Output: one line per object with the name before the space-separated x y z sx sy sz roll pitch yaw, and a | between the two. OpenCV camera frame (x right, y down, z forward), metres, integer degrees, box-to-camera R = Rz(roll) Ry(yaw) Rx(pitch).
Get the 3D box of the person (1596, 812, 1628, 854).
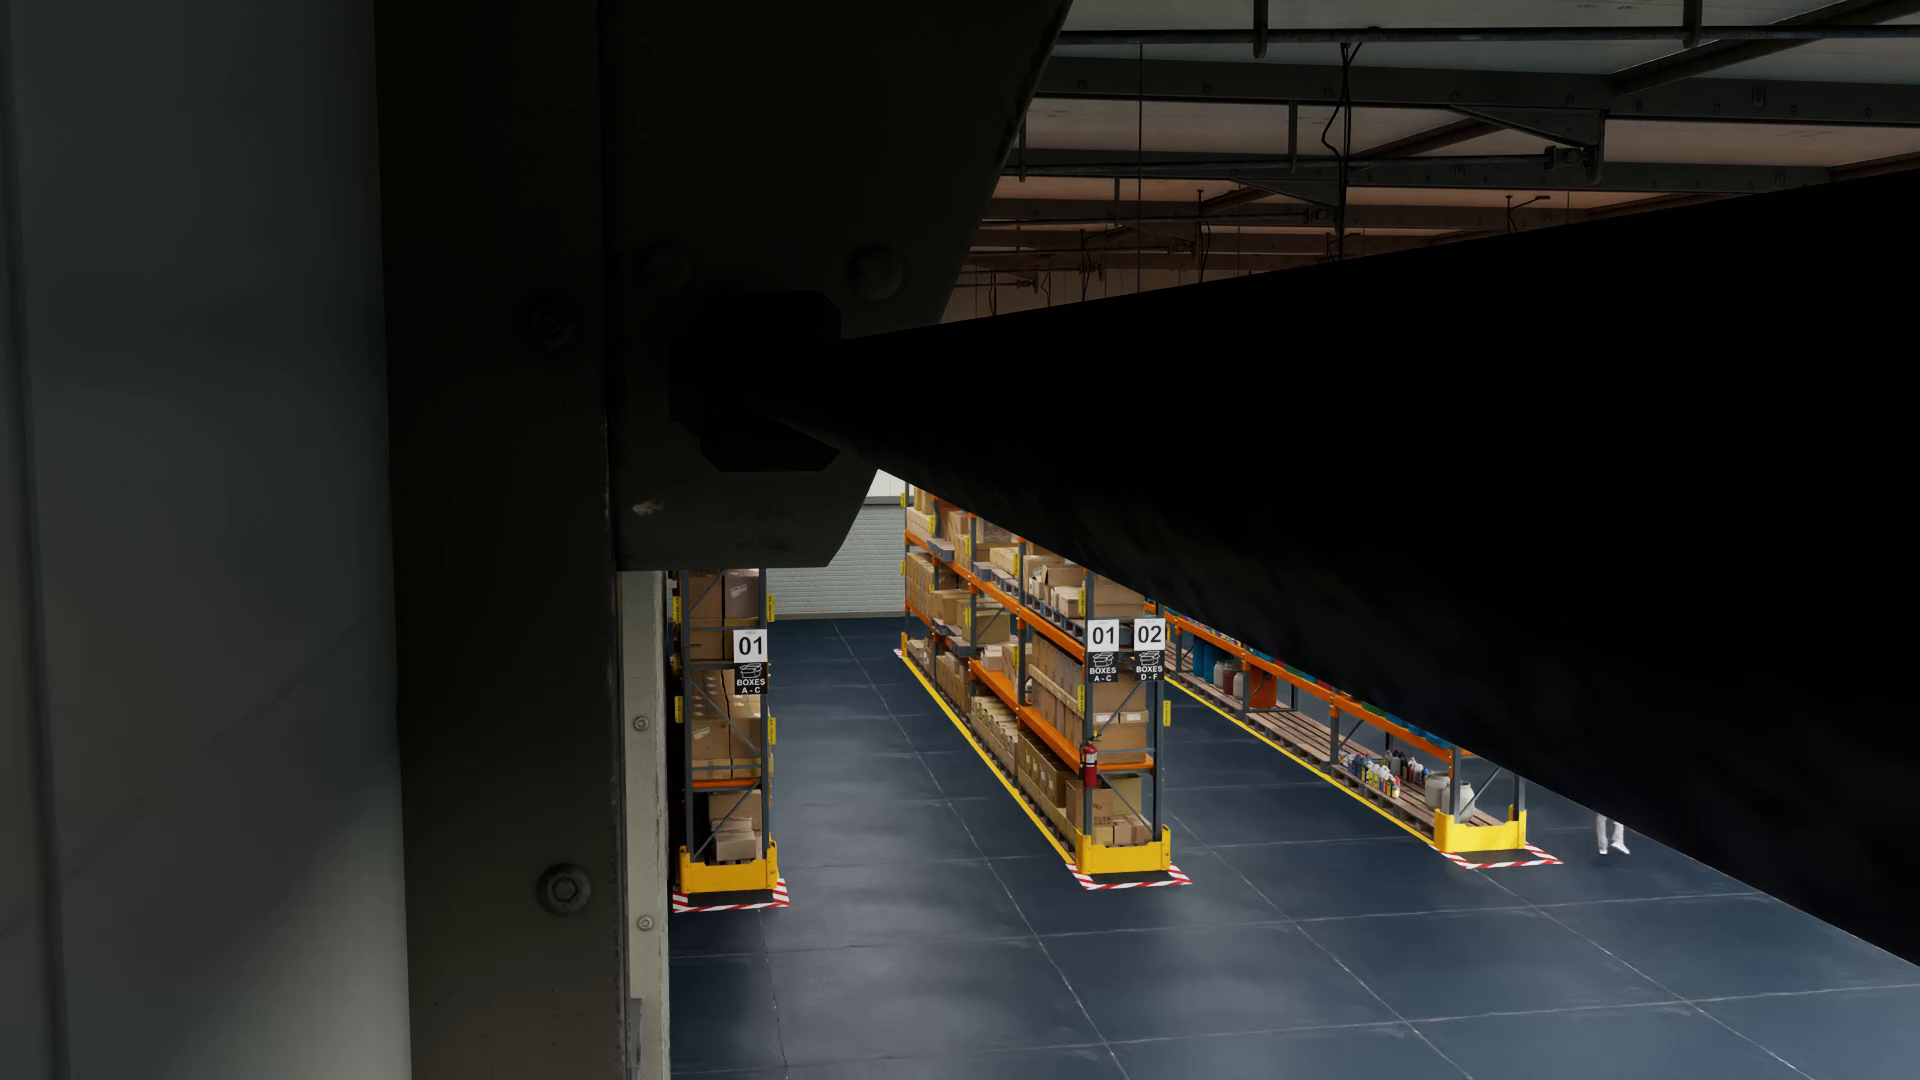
person | 8.443 3.305 21.621 0.532 1.594 0.415 3 7 29
